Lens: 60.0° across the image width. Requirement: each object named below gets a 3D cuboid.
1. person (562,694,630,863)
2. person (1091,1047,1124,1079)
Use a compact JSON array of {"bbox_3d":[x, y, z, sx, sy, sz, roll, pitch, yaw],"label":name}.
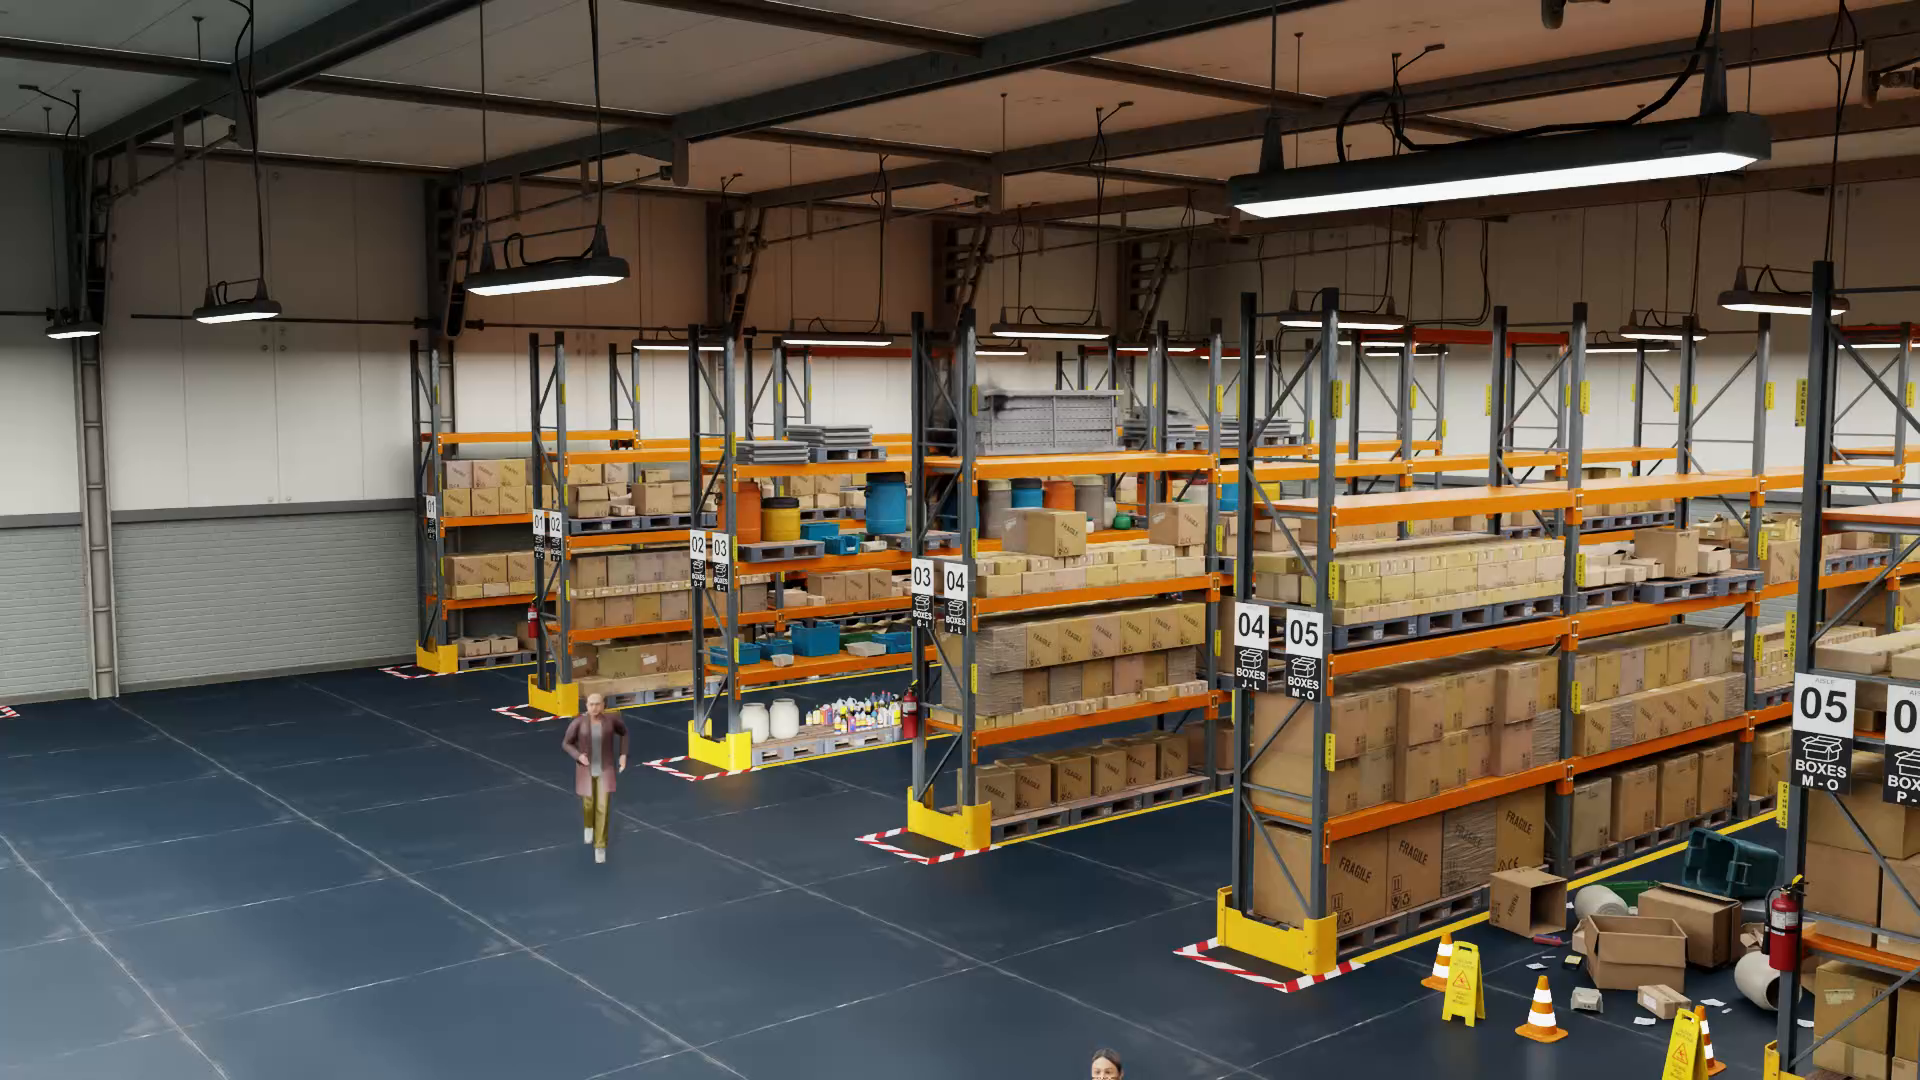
[{"bbox_3d":[-4.017,2.578,18.392,0.732,1.798,0.935,-1,5,-11],"label":"person"},{"bbox_3d":[0.819,3.543,8.946,0.618,1.595,0.588,1,5,10],"label":"person"}]
